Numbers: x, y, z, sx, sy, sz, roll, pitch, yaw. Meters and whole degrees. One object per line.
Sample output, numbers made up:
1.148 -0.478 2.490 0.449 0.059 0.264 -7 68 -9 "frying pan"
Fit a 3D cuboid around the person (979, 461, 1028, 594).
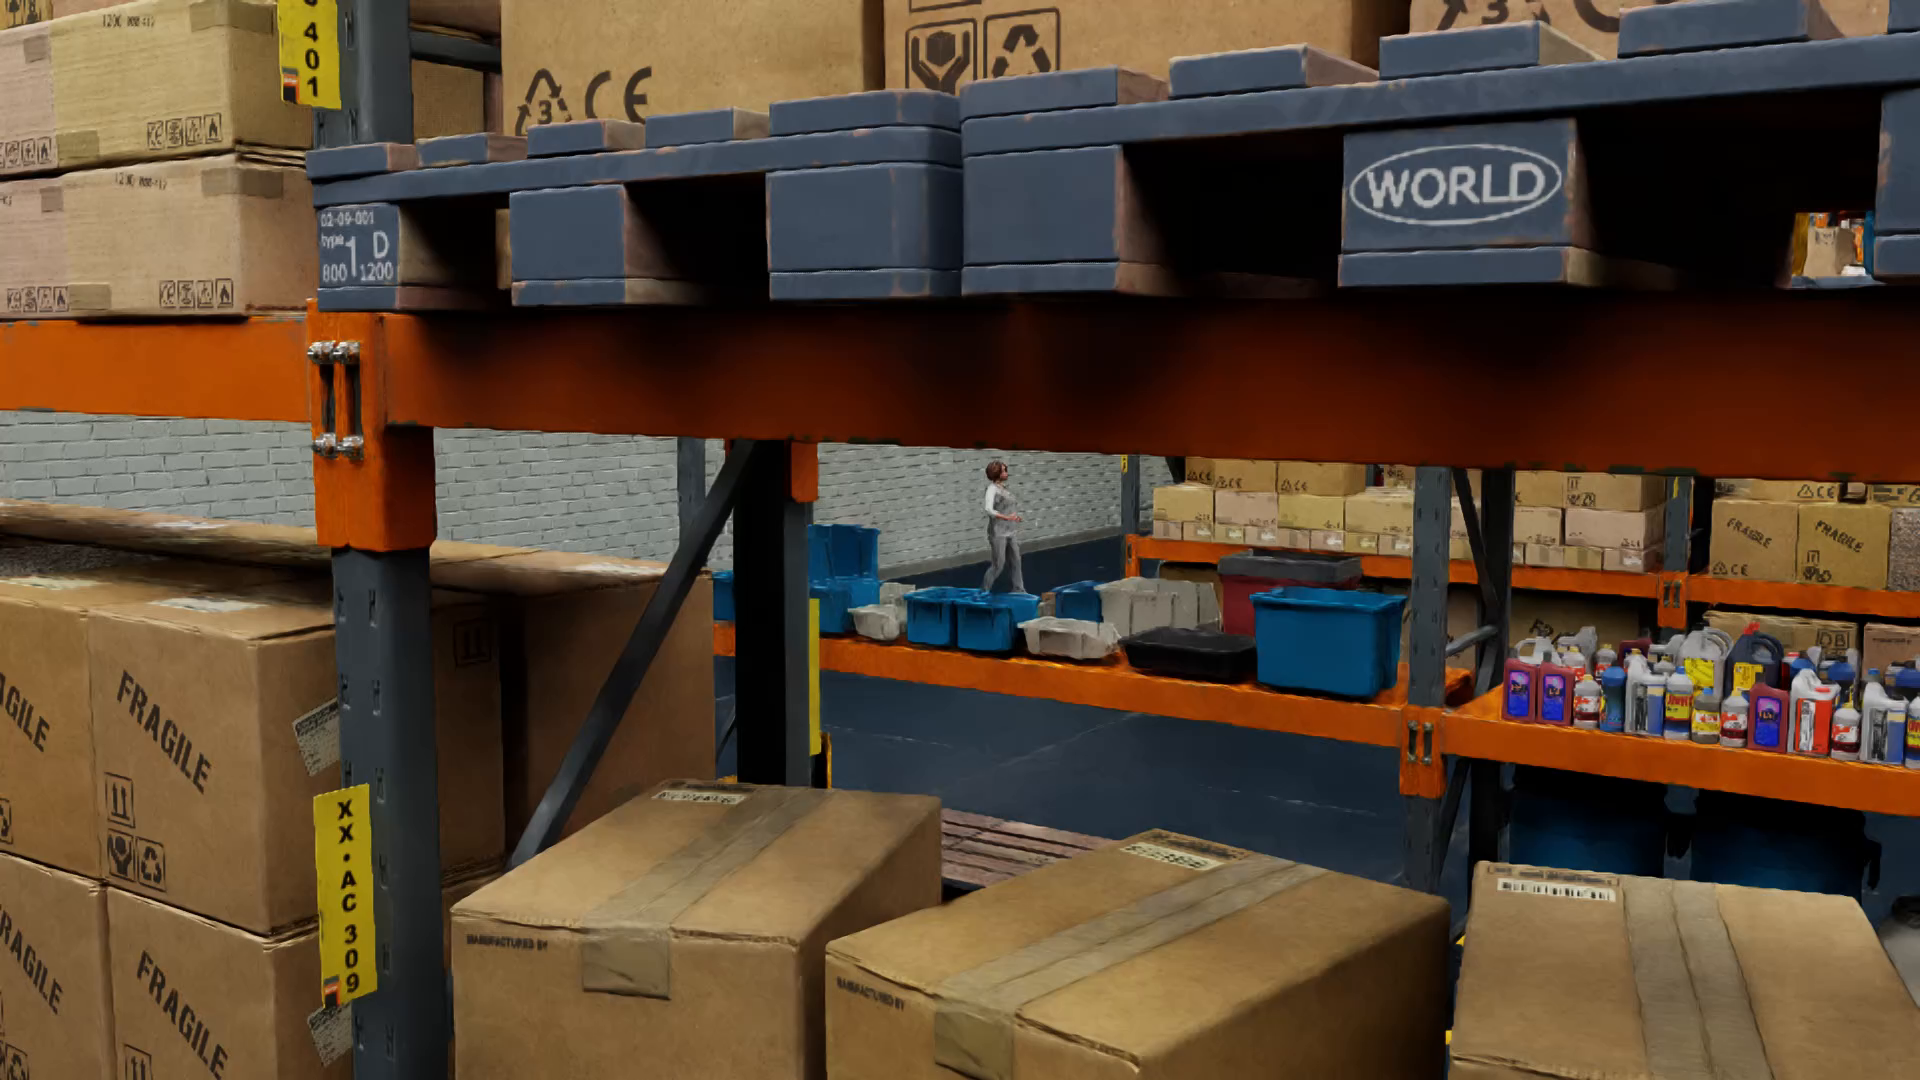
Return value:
0.517 -0.039 17.437 0.701 1.585 0.586 3 7 21 "person"
